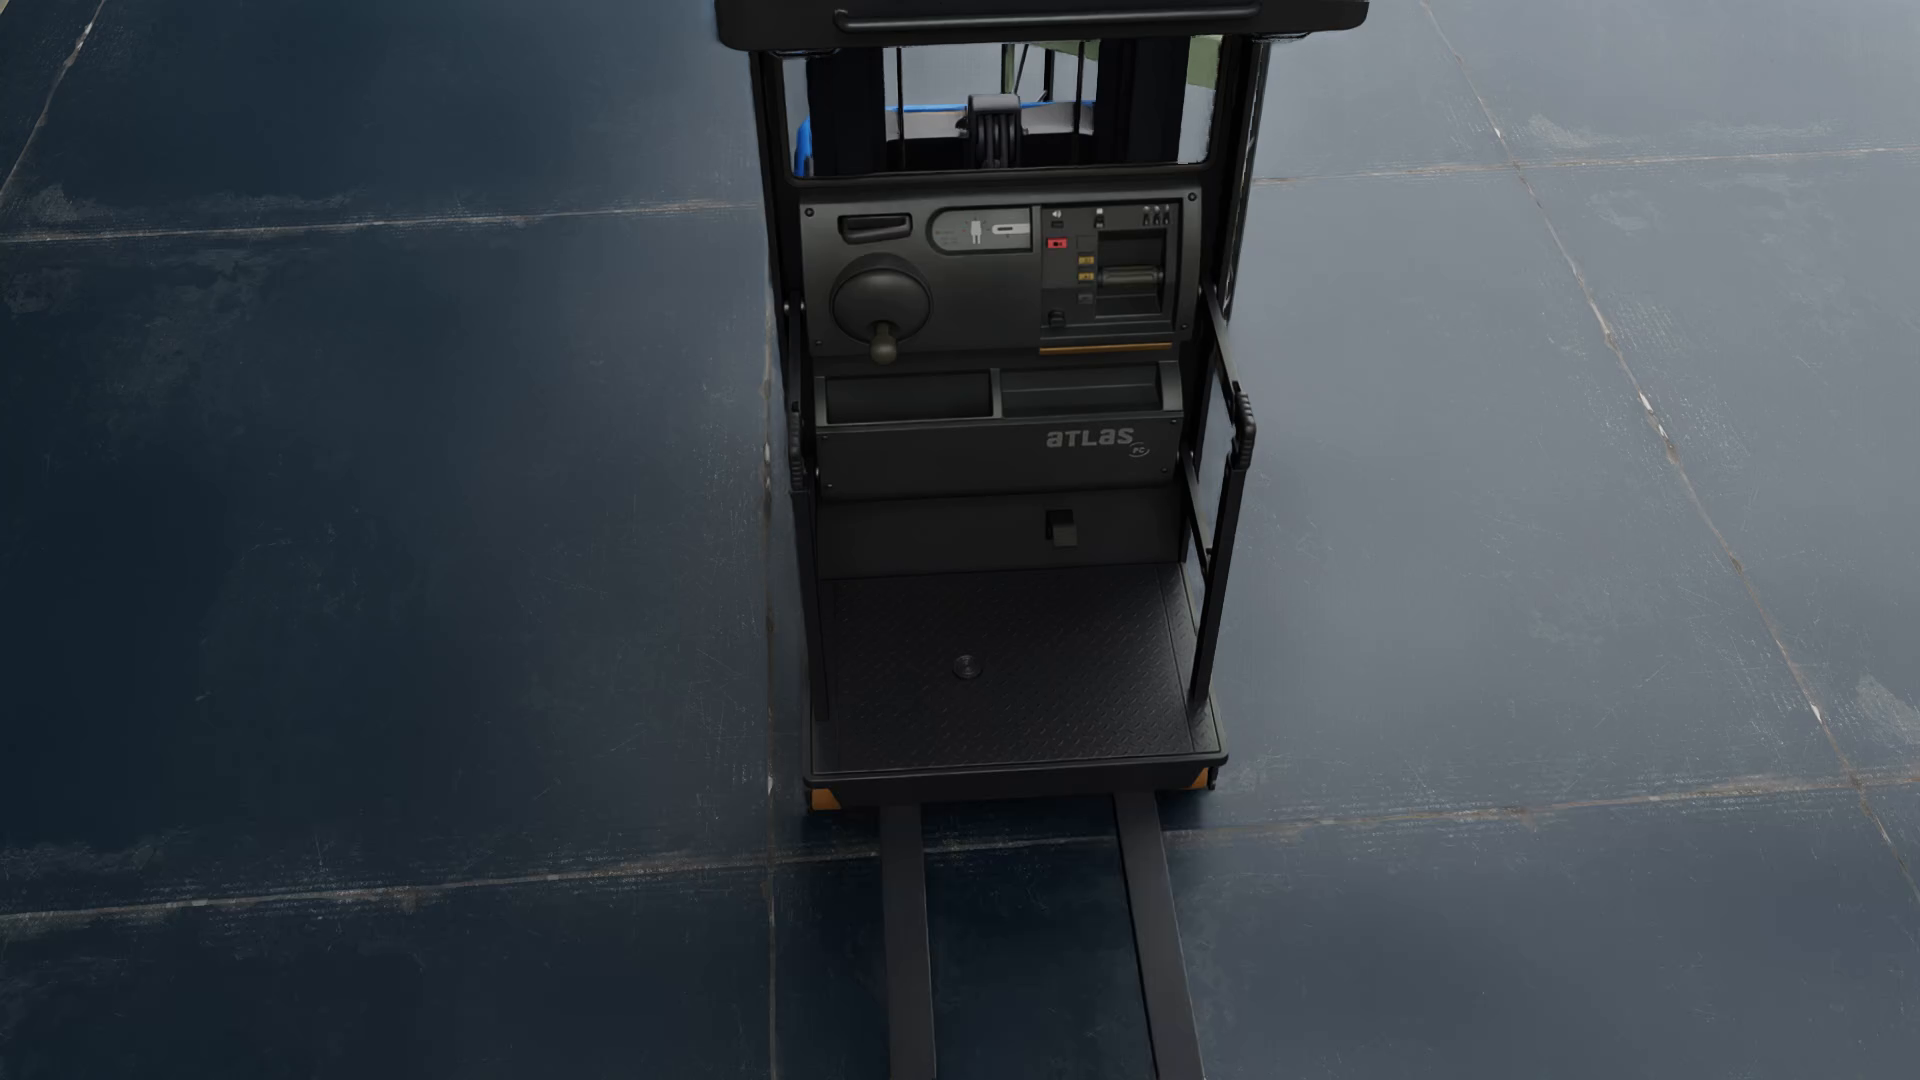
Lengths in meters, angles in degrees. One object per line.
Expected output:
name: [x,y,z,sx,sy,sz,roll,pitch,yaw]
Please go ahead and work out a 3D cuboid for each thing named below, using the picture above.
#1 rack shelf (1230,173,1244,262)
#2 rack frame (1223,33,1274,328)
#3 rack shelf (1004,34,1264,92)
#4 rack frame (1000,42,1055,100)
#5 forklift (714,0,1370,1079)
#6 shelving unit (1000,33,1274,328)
rack shelf: [0.554,-1.082,5.691,0.720,0.370,0.431,19,49,17]
rack frame: [0.885,-1.192,5.346,0.023,1.500,0.400,19,49,17]
rack shelf: [0.554,-1.574,5.171,0.720,0.370,0.431,19,49,17]
rack frame: [0.223,-1.420,5.562,0.023,1.500,0.400,19,49,17]
forklift: [0.114,-0.526,3.730,1.130,2.935,3.031,-3,47,-3]
shelving unit: [0.554,-1.306,5.454,0.755,1.500,0.431,19,49,17]
